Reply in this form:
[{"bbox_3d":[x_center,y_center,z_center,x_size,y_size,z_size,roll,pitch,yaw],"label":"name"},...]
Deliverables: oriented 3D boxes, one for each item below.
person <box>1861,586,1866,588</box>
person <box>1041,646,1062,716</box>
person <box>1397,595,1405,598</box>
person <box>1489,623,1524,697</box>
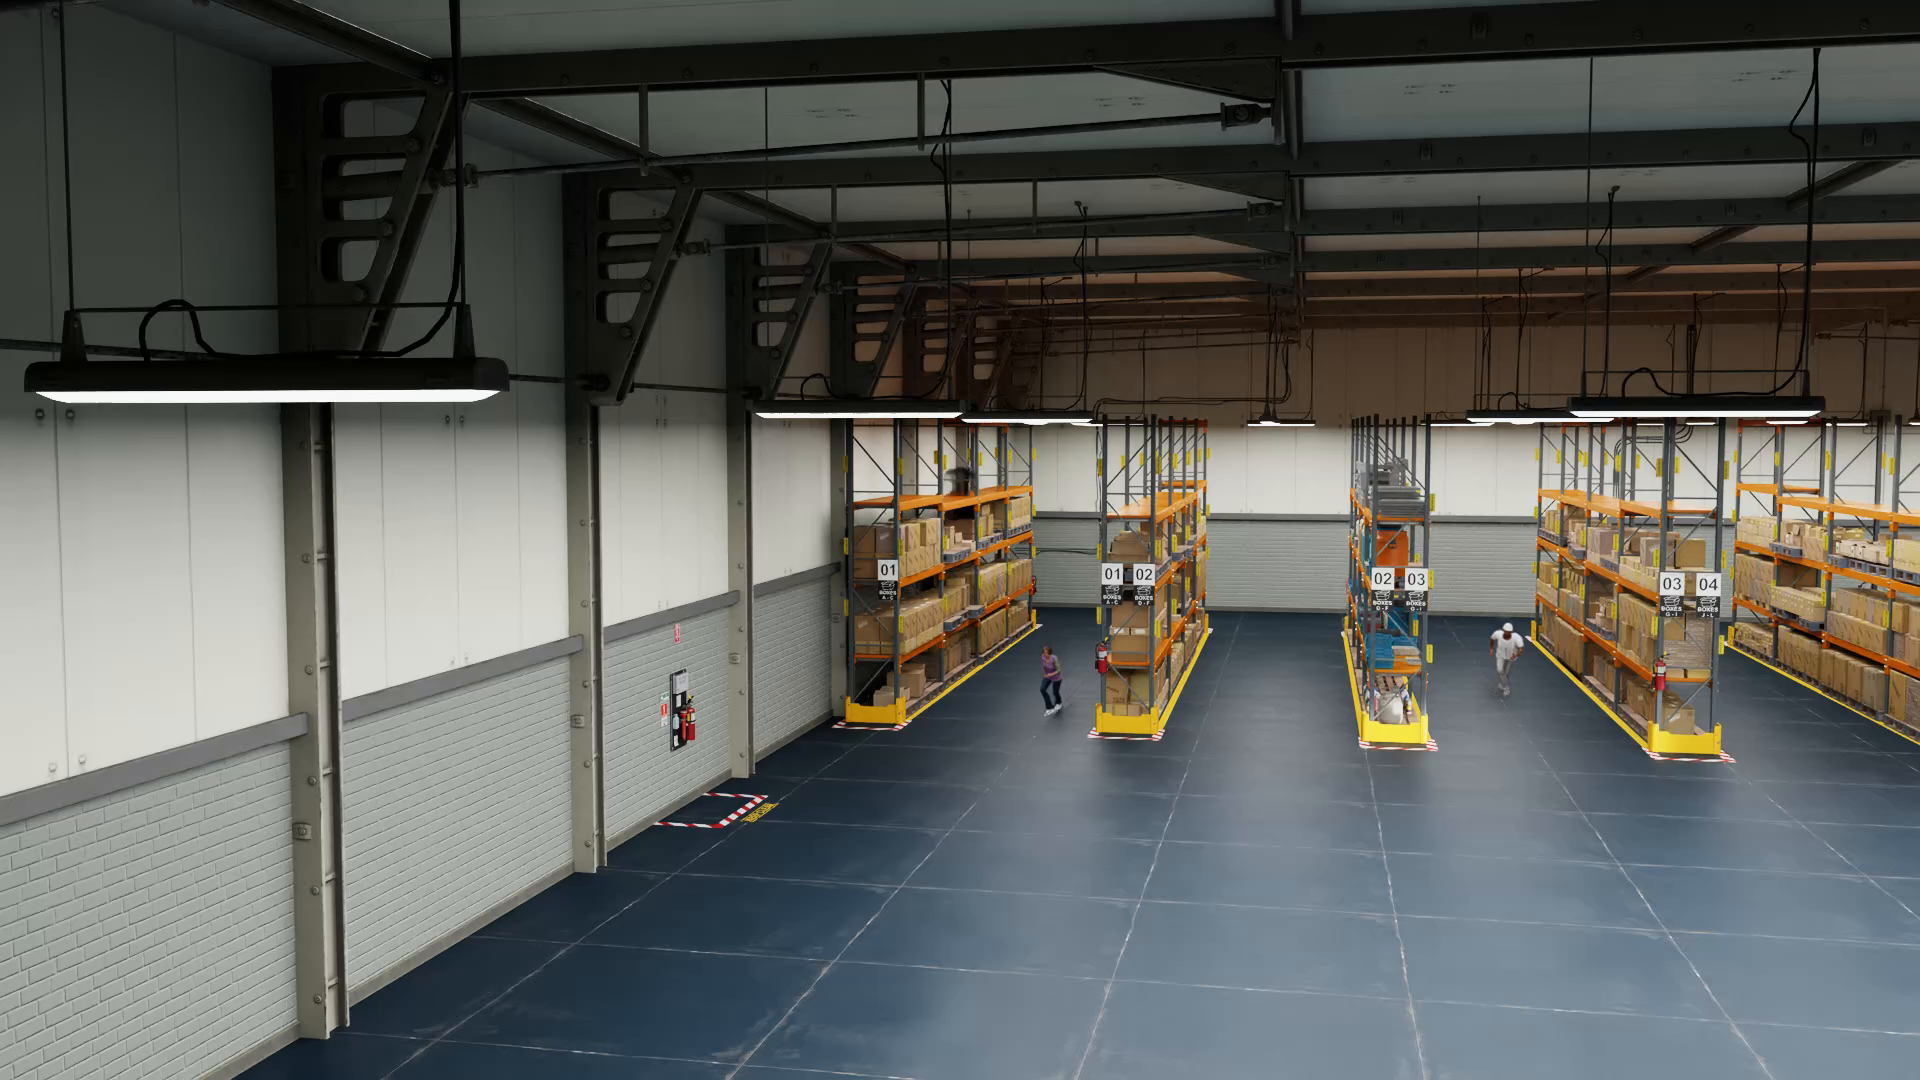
[{"bbox_3d":[22.805,2.036,42.068,0.659,1.745,0.926,-1,4,-8],"label":"person"},{"bbox_3d":[1.867,2.775,33.284,0.556,1.417,1.004,2,4,28],"label":"person"},{"bbox_3d":[12.187,1.770,46.819,0.671,1.701,0.860,-2,4,-30],"label":"person"},{"bbox_3d":[11.799,2.537,35.922,0.713,1.596,1.132,1,4,16],"label":"person"}]
